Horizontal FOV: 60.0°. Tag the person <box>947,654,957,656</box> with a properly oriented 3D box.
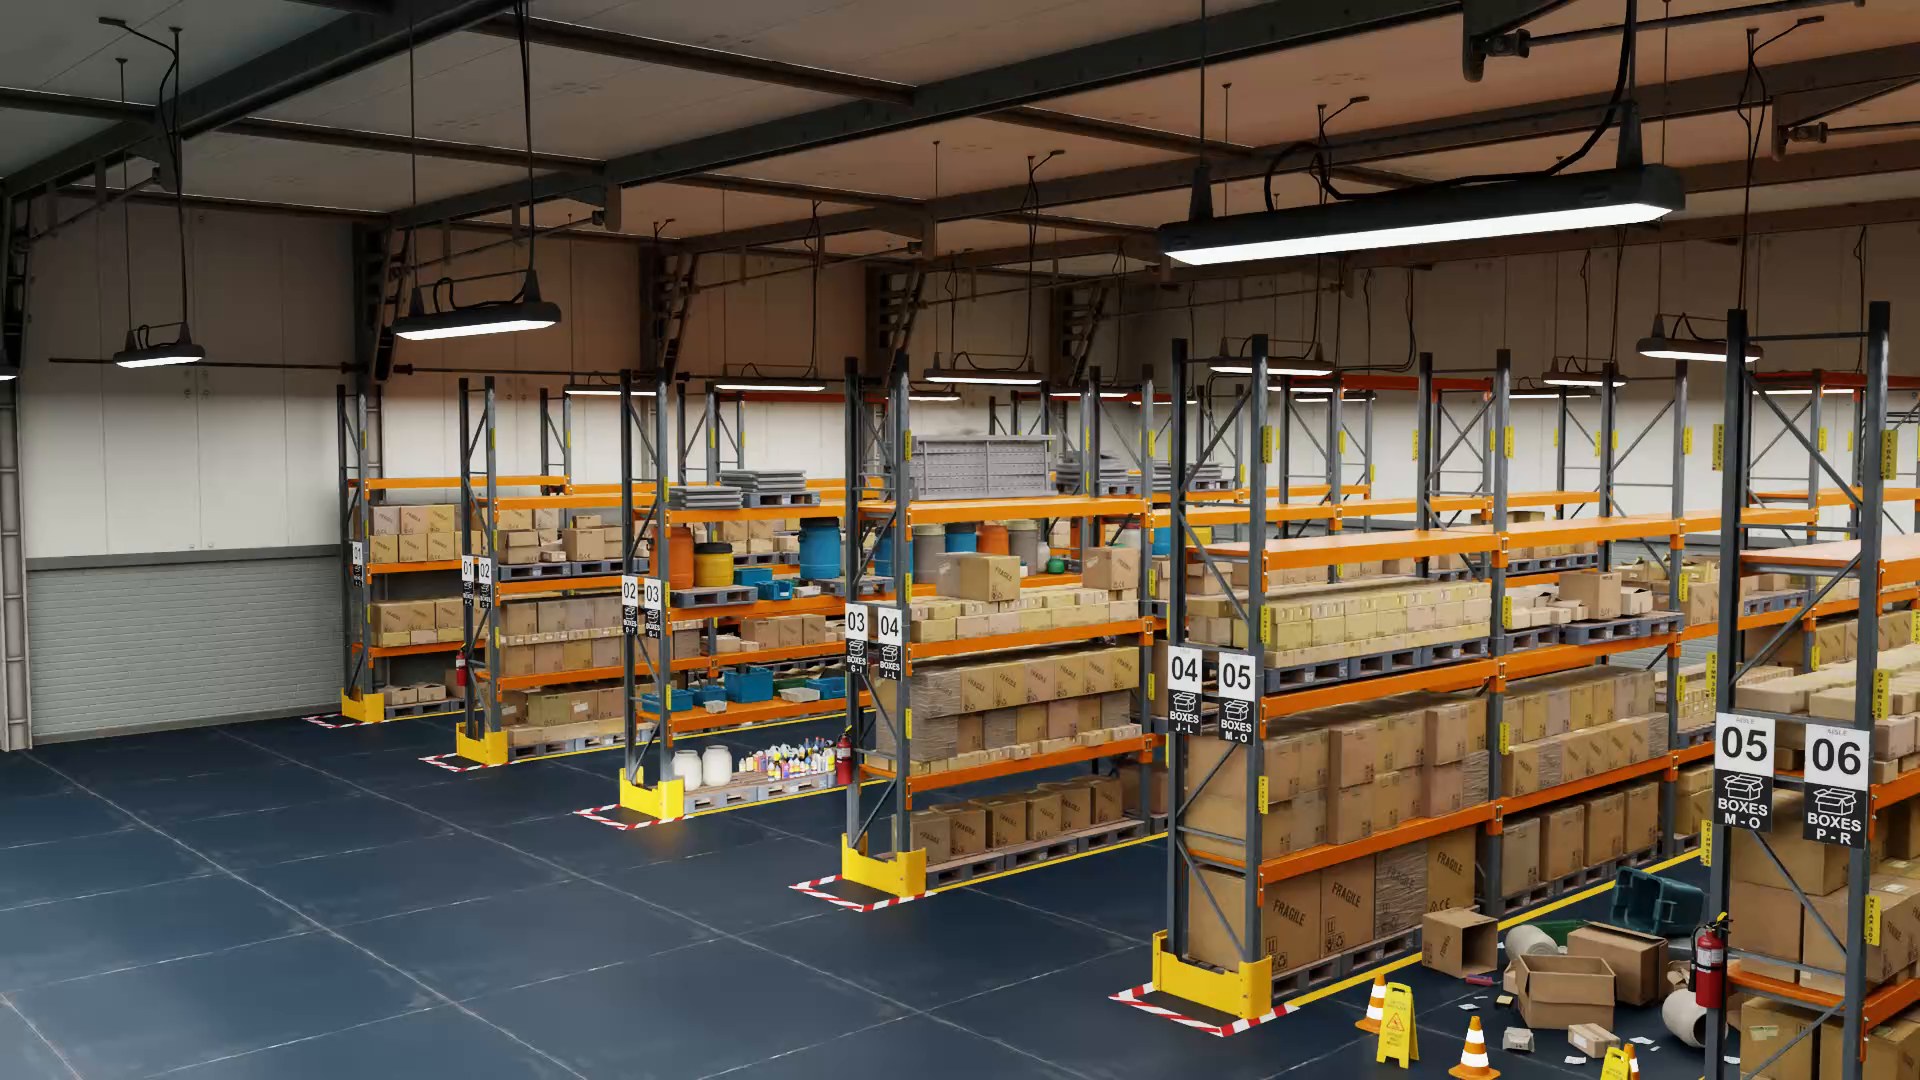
[{"bbox_3d":[-0.228,2.471,28.485,0.900,1.665,0.614,-3,5,-43],"label":"person"}]

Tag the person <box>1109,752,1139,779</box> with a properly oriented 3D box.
[{"bbox_3d":[2.365,2.748,24.055,0.606,1.673,0.656,-3,5,-41],"label":"person"}]
